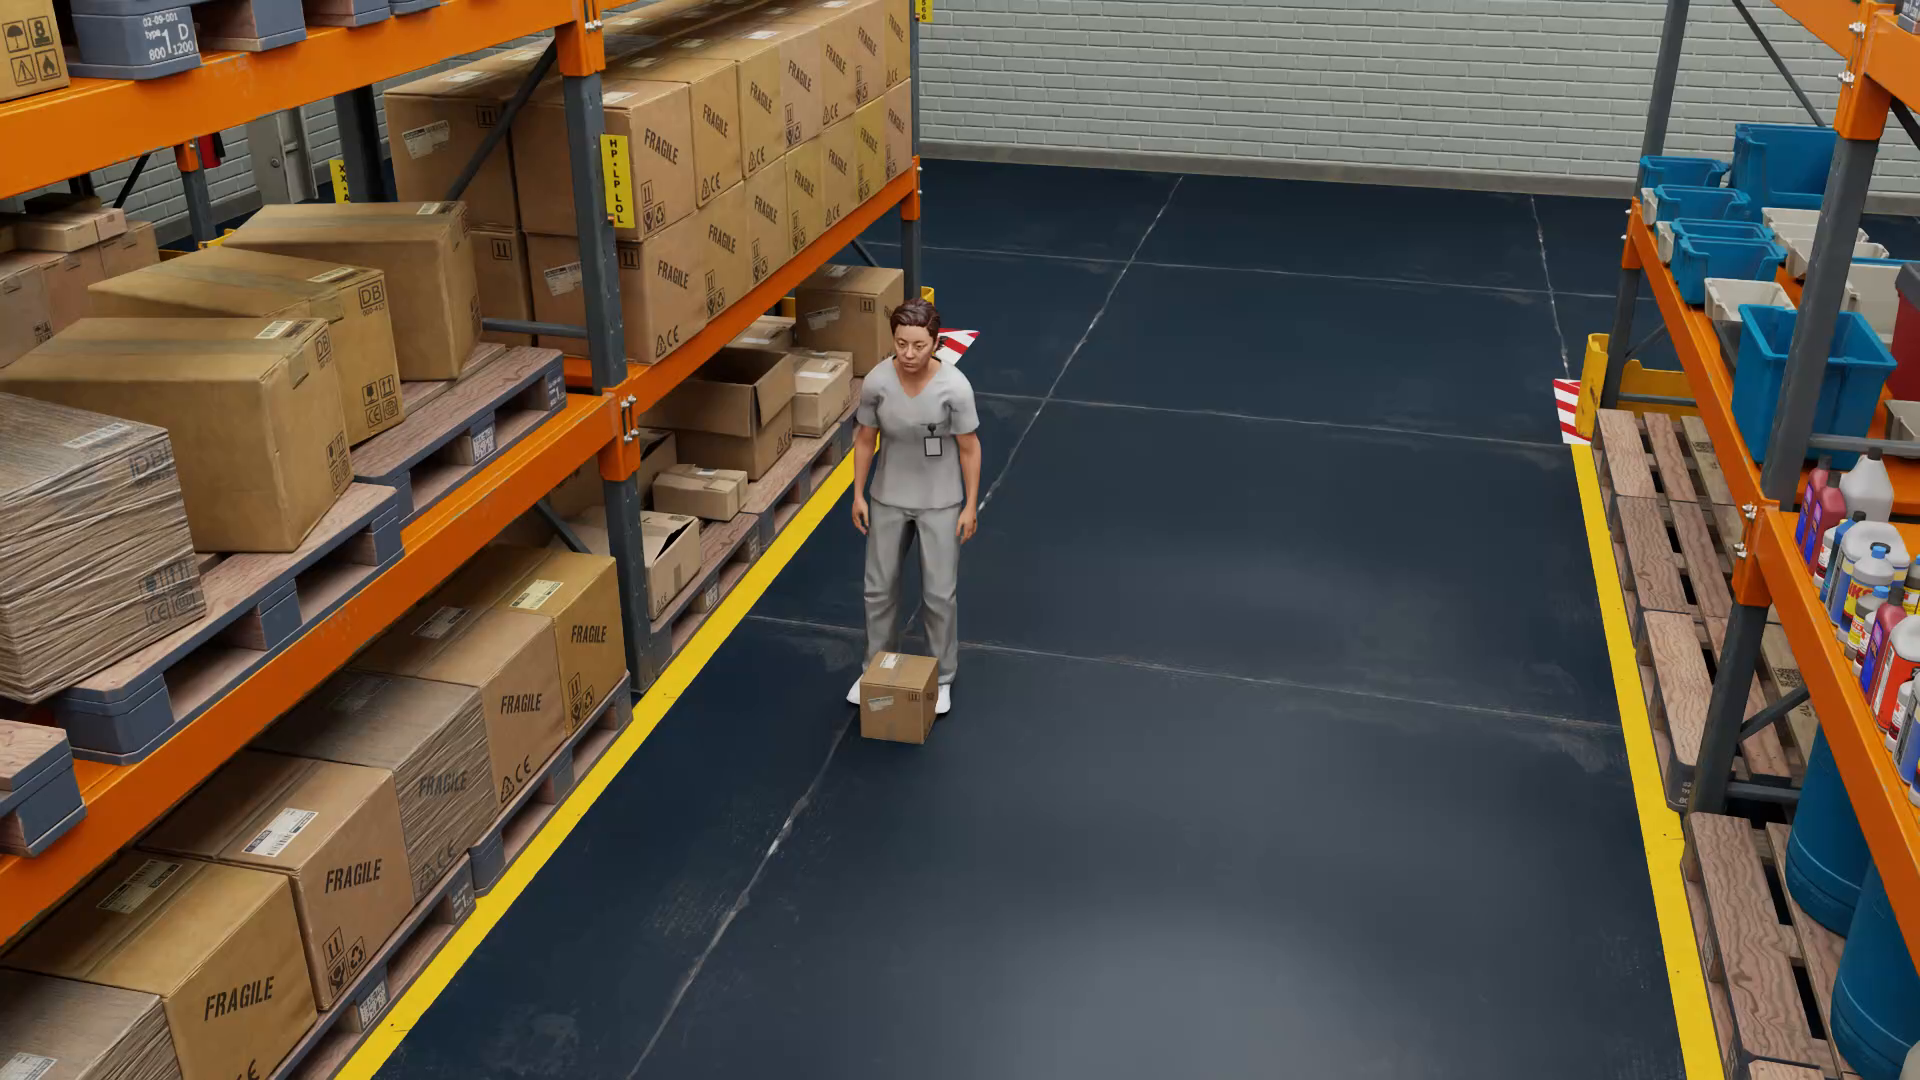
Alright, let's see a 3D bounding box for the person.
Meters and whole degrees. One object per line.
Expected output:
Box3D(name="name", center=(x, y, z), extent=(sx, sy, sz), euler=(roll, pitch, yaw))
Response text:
Box3D(name="person", center=(-0.178, -0.131, 6.387), extent=(0.513, 1.673, 0.358), euler=(5, 26, 11))
